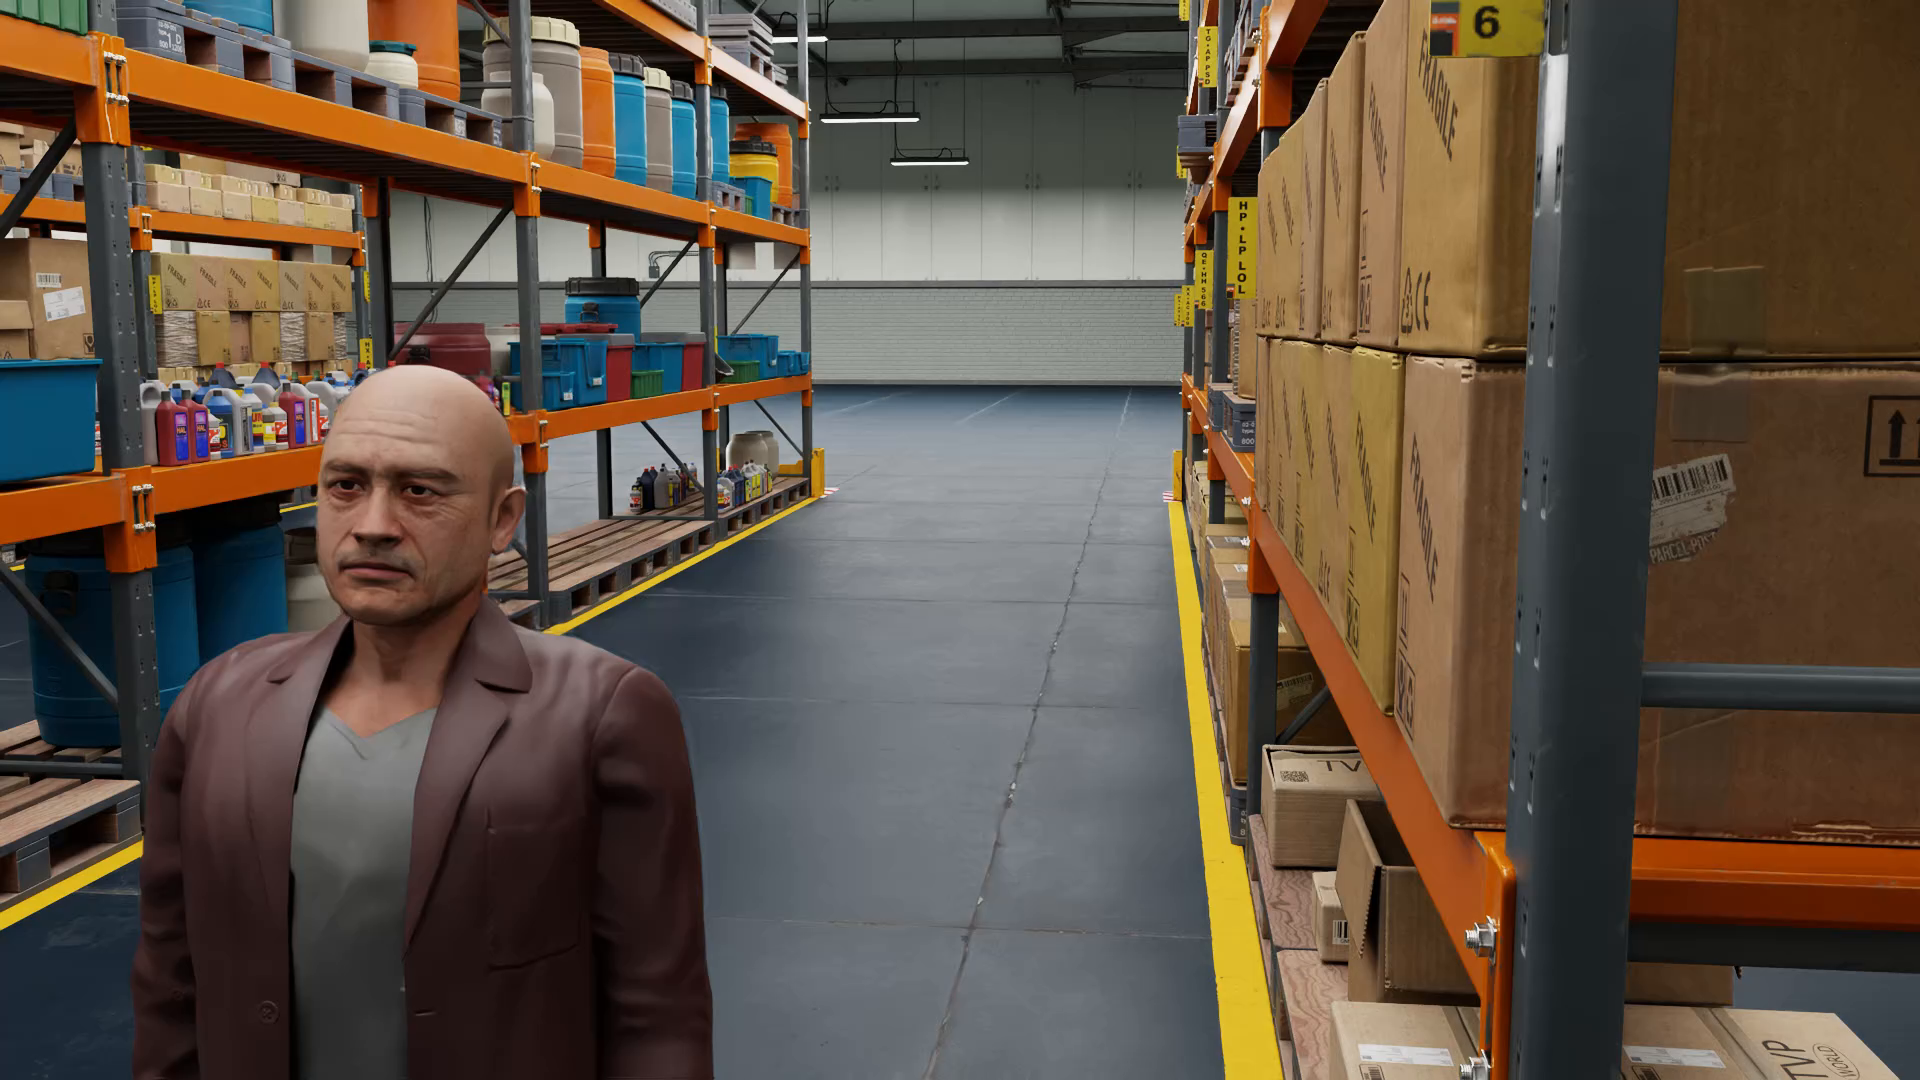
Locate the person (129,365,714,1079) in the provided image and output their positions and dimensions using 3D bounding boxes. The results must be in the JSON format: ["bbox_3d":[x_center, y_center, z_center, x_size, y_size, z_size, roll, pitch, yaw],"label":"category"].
[{"bbox_3d":[-0.532,0.742,1.556,0.602,1.797,0.468,0,7,-1],"label":"person"}]
